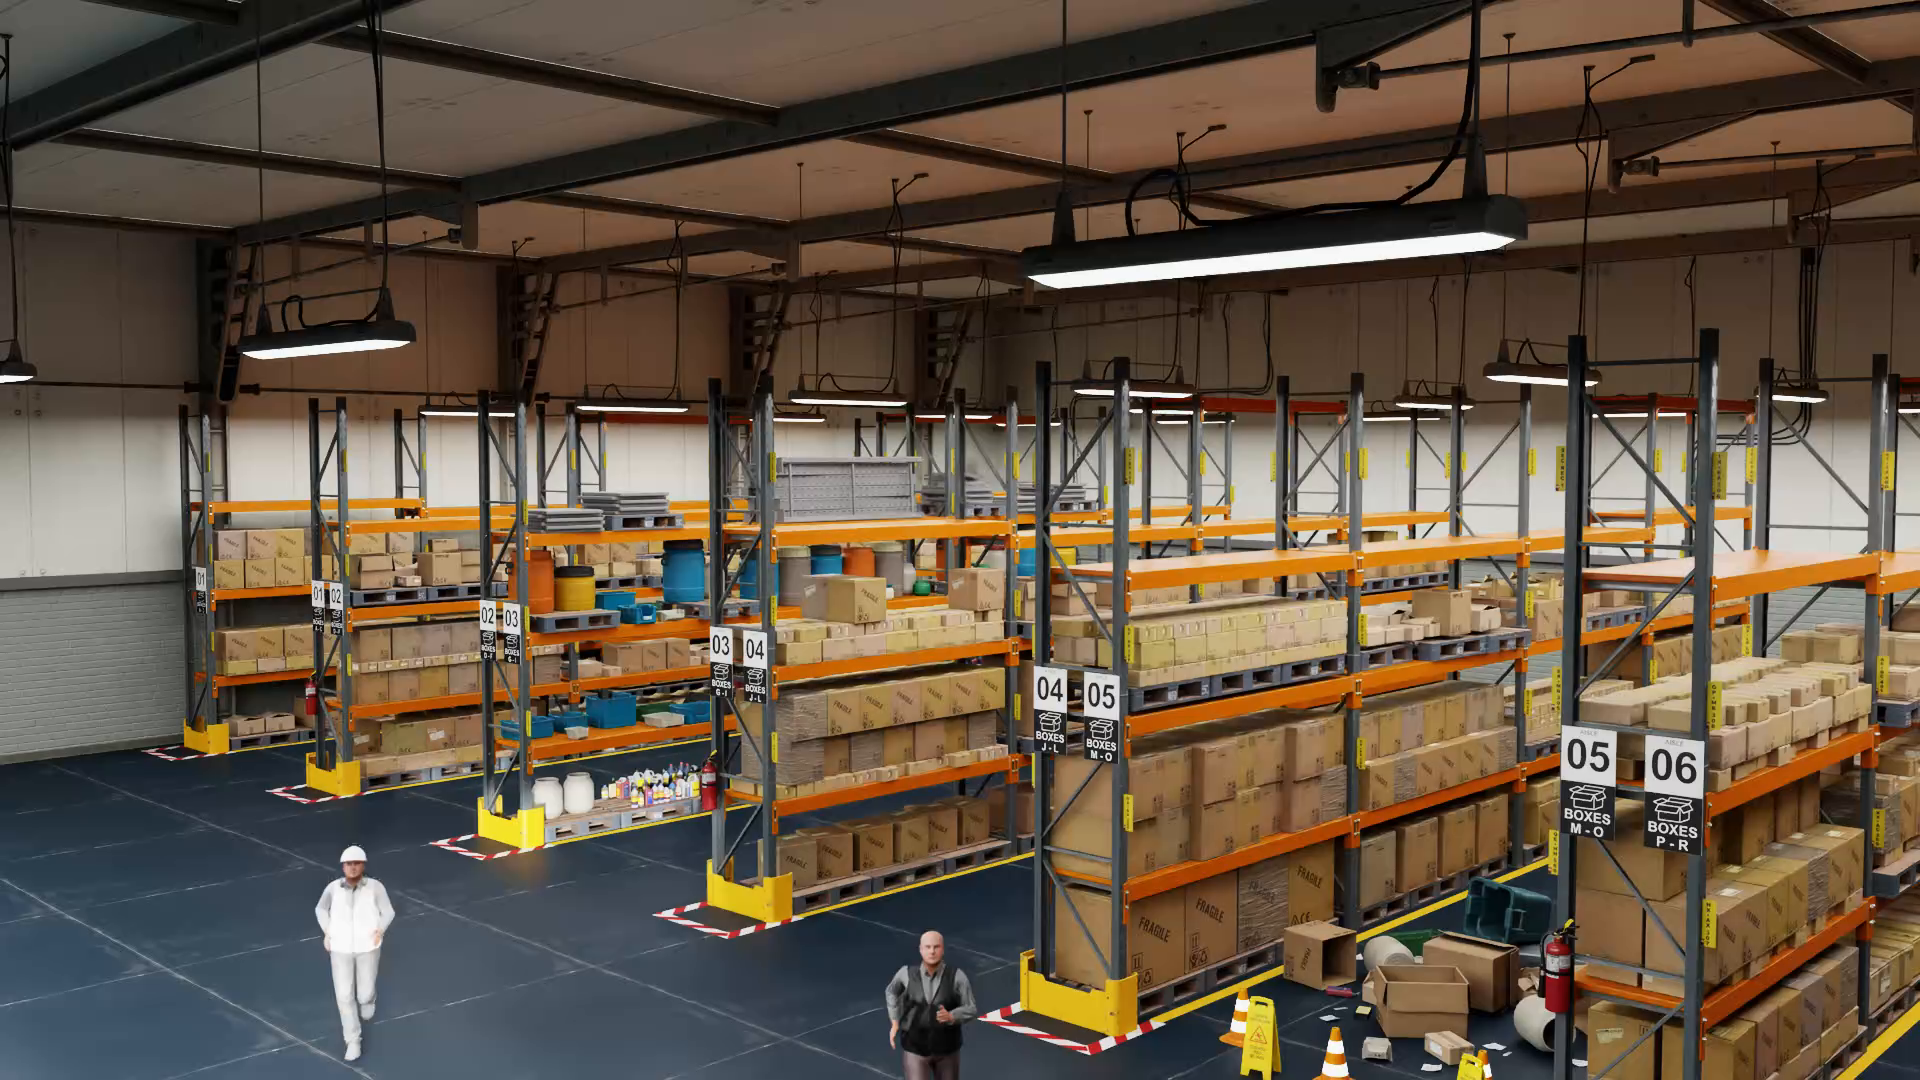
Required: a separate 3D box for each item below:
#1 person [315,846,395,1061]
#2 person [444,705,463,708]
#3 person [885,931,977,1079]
[{"bbox_3d":[-5.269,3.538,14.481,0.662,1.763,0.819,-1,3,-15],"label":"person"},{"bbox_3d":[-8.682,2.783,28.914,0.710,1.751,0.782,2,4,33],"label":"person"},{"bbox_3d":[-0.204,3.651,11.871,0.650,1.717,0.956,0,3,-4],"label":"person"}]
